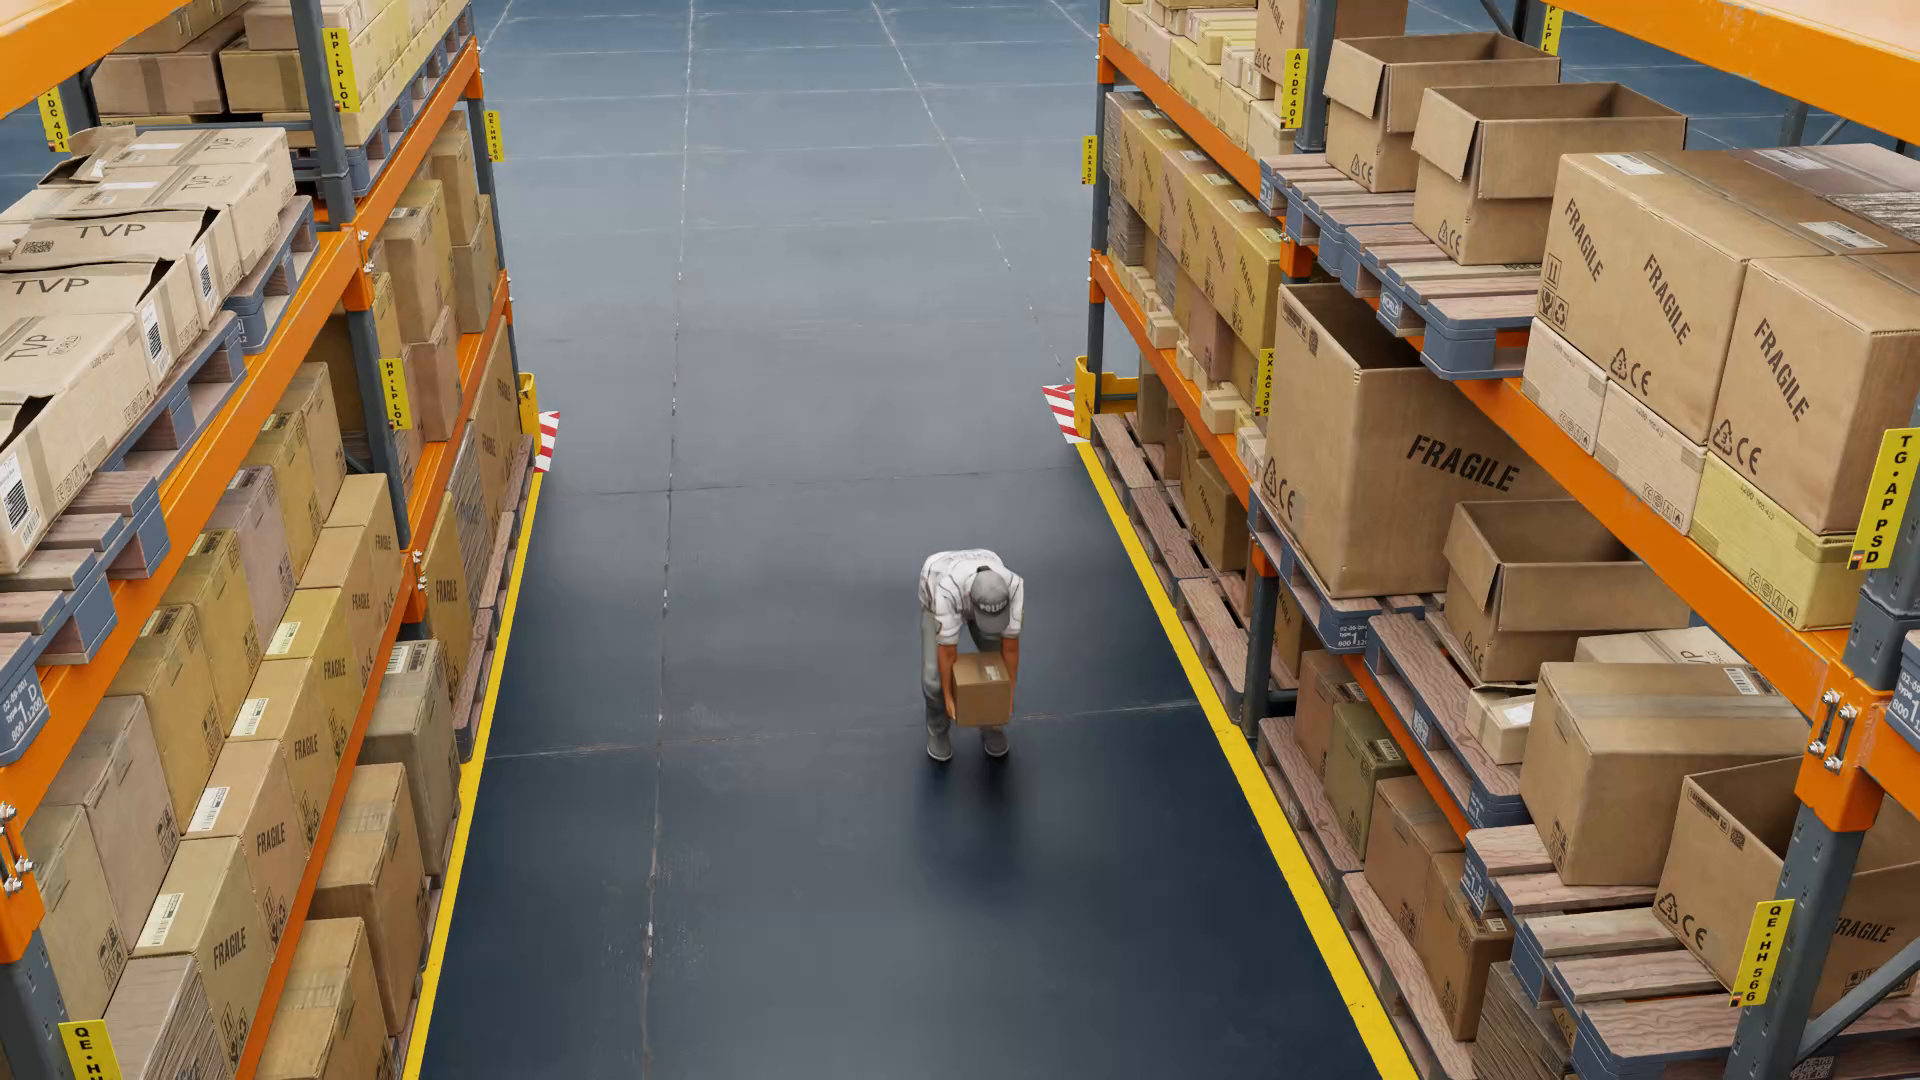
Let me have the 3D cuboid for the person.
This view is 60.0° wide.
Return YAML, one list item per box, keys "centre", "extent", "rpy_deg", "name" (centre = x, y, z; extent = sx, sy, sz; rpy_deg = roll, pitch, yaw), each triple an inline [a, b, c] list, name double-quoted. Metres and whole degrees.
- centre: [0.060, 0.556, 7.991]
  extent: [0.473, 1.257, 0.892]
  rpy_deg: [-5, 28, -9]
  name: "person"
